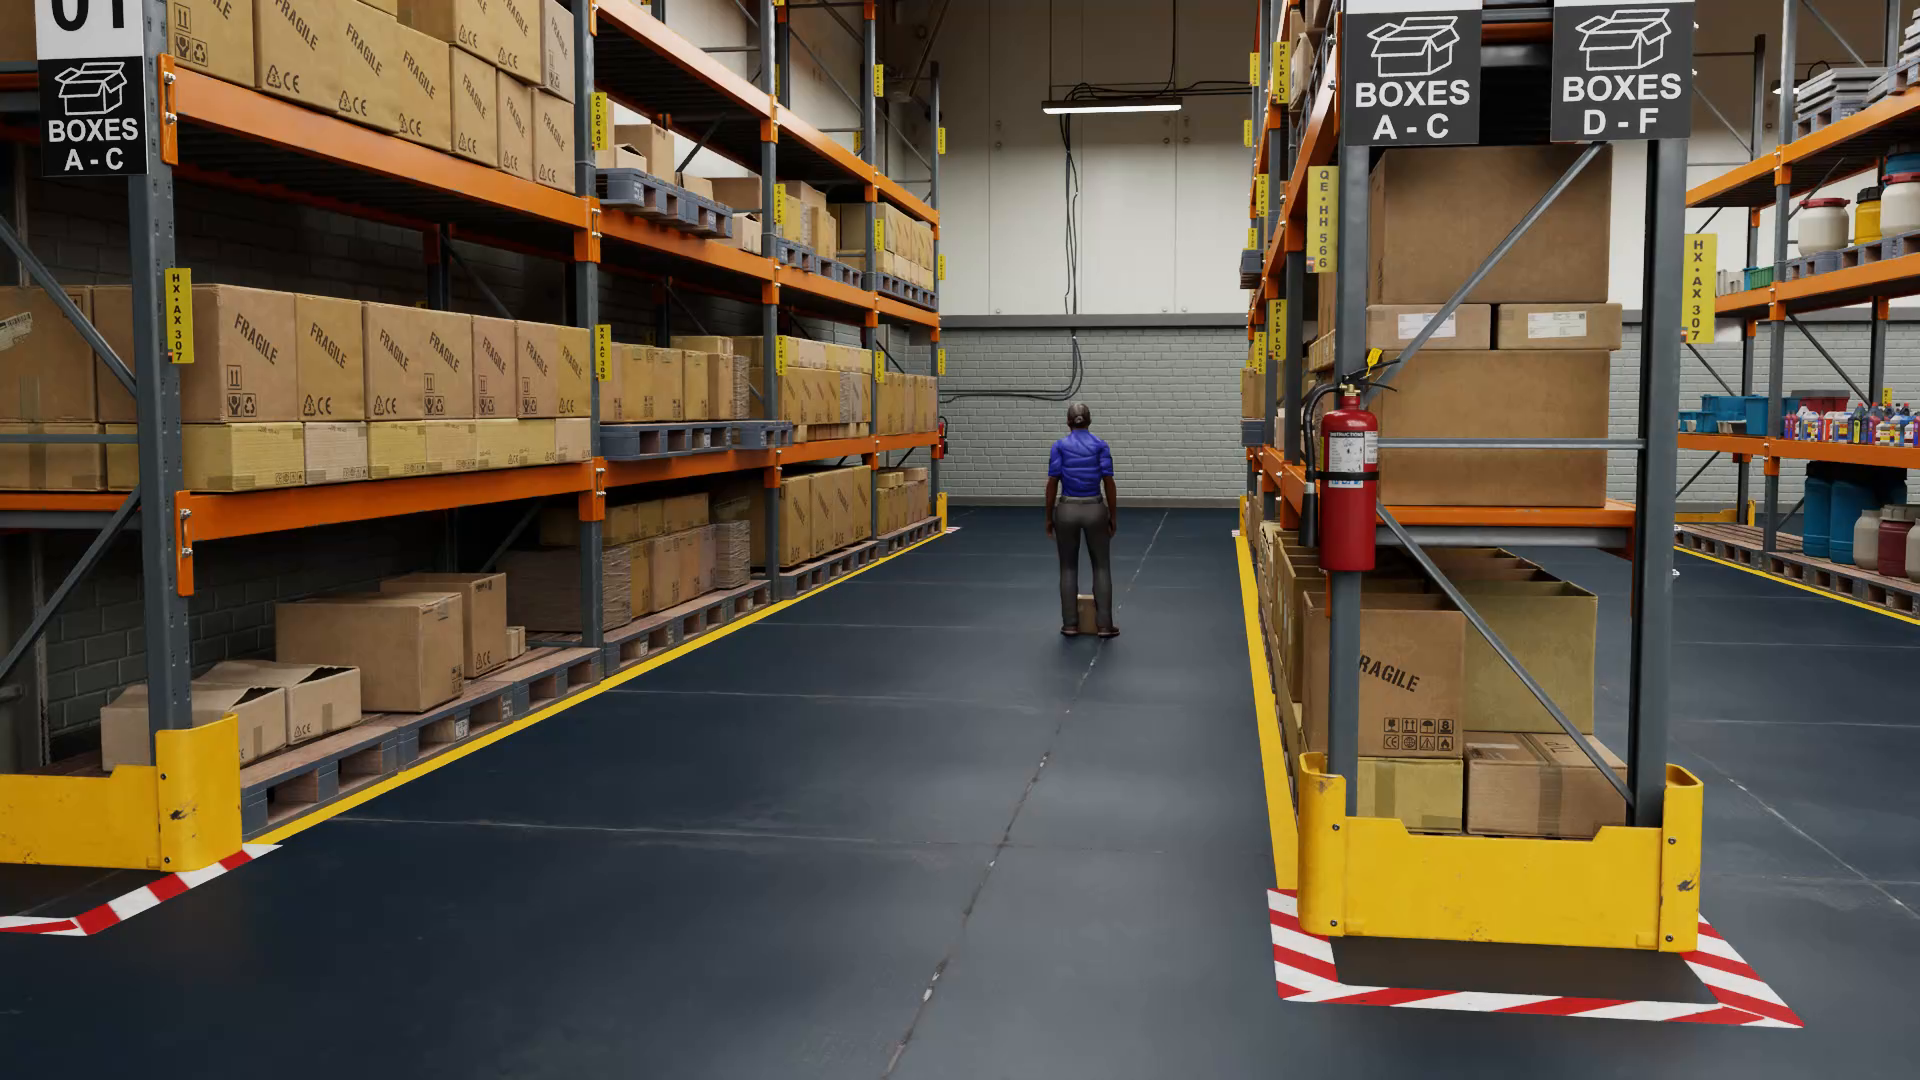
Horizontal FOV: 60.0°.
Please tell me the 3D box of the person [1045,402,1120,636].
[{"bbox_3d":[0.872,-0.148,11.774,0.531,1.654,0.402,0,5,5],"label":"person"}]
